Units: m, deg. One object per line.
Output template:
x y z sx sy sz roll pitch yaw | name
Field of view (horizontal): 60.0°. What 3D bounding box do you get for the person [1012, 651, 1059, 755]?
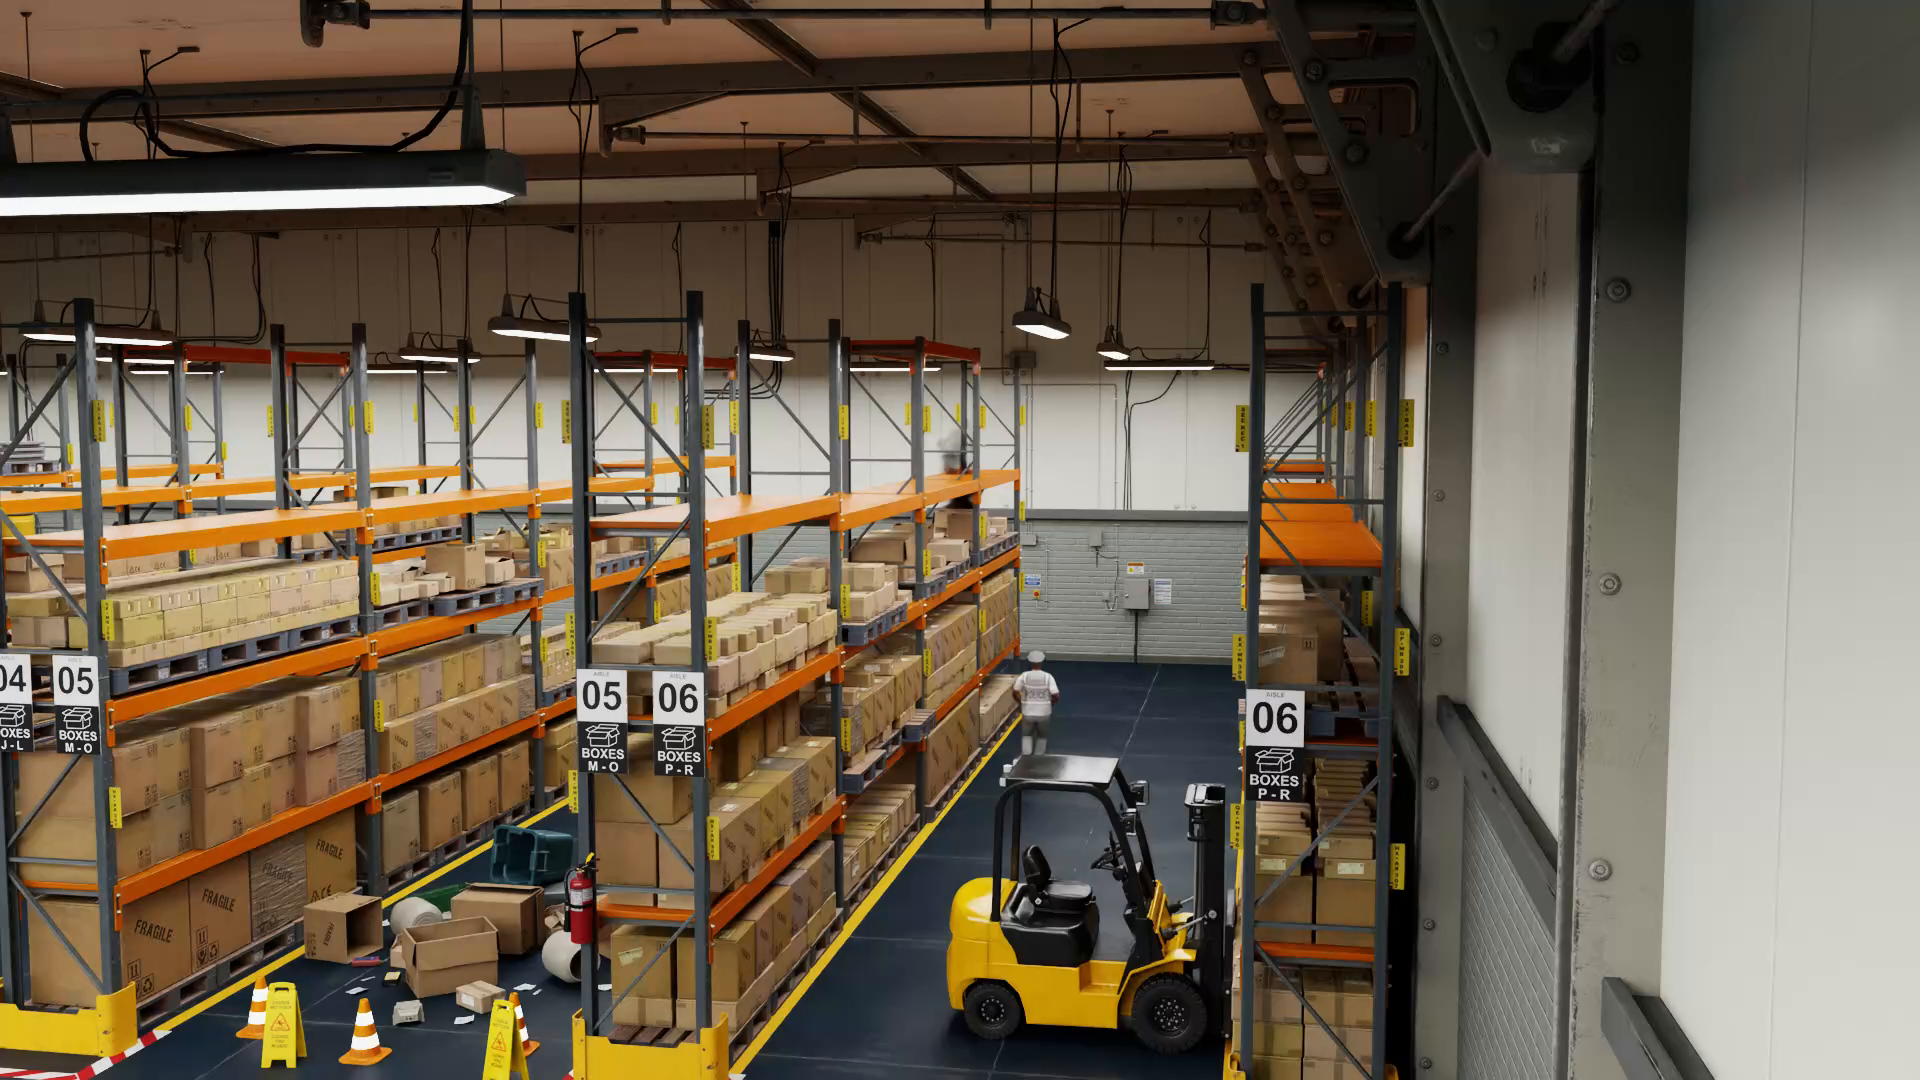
1.067 2.416 23.378 0.659 1.732 0.622 0 5 6 | person
